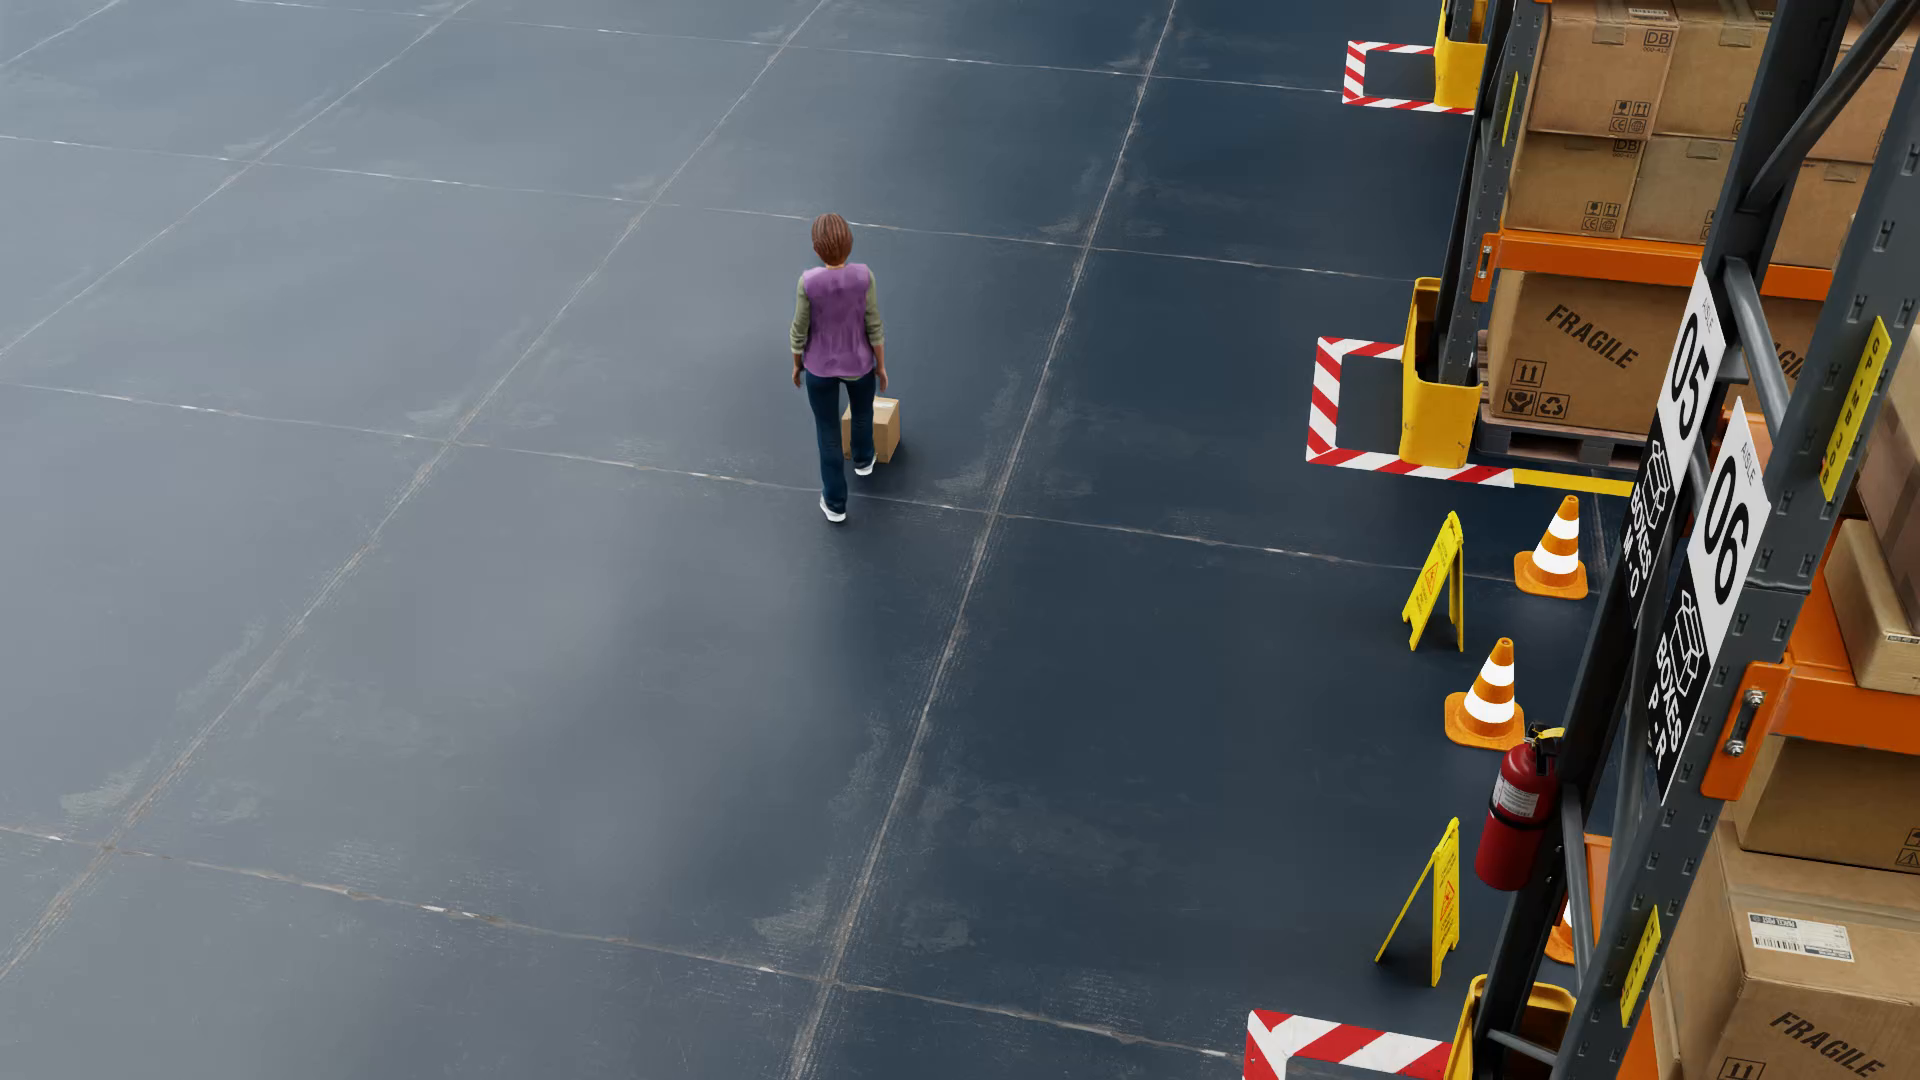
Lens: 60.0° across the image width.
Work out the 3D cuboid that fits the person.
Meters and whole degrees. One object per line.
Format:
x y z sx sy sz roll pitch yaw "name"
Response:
-0.600 -0.891 8.126 0.455 1.579 0.671 -6 37 -7 "person"
